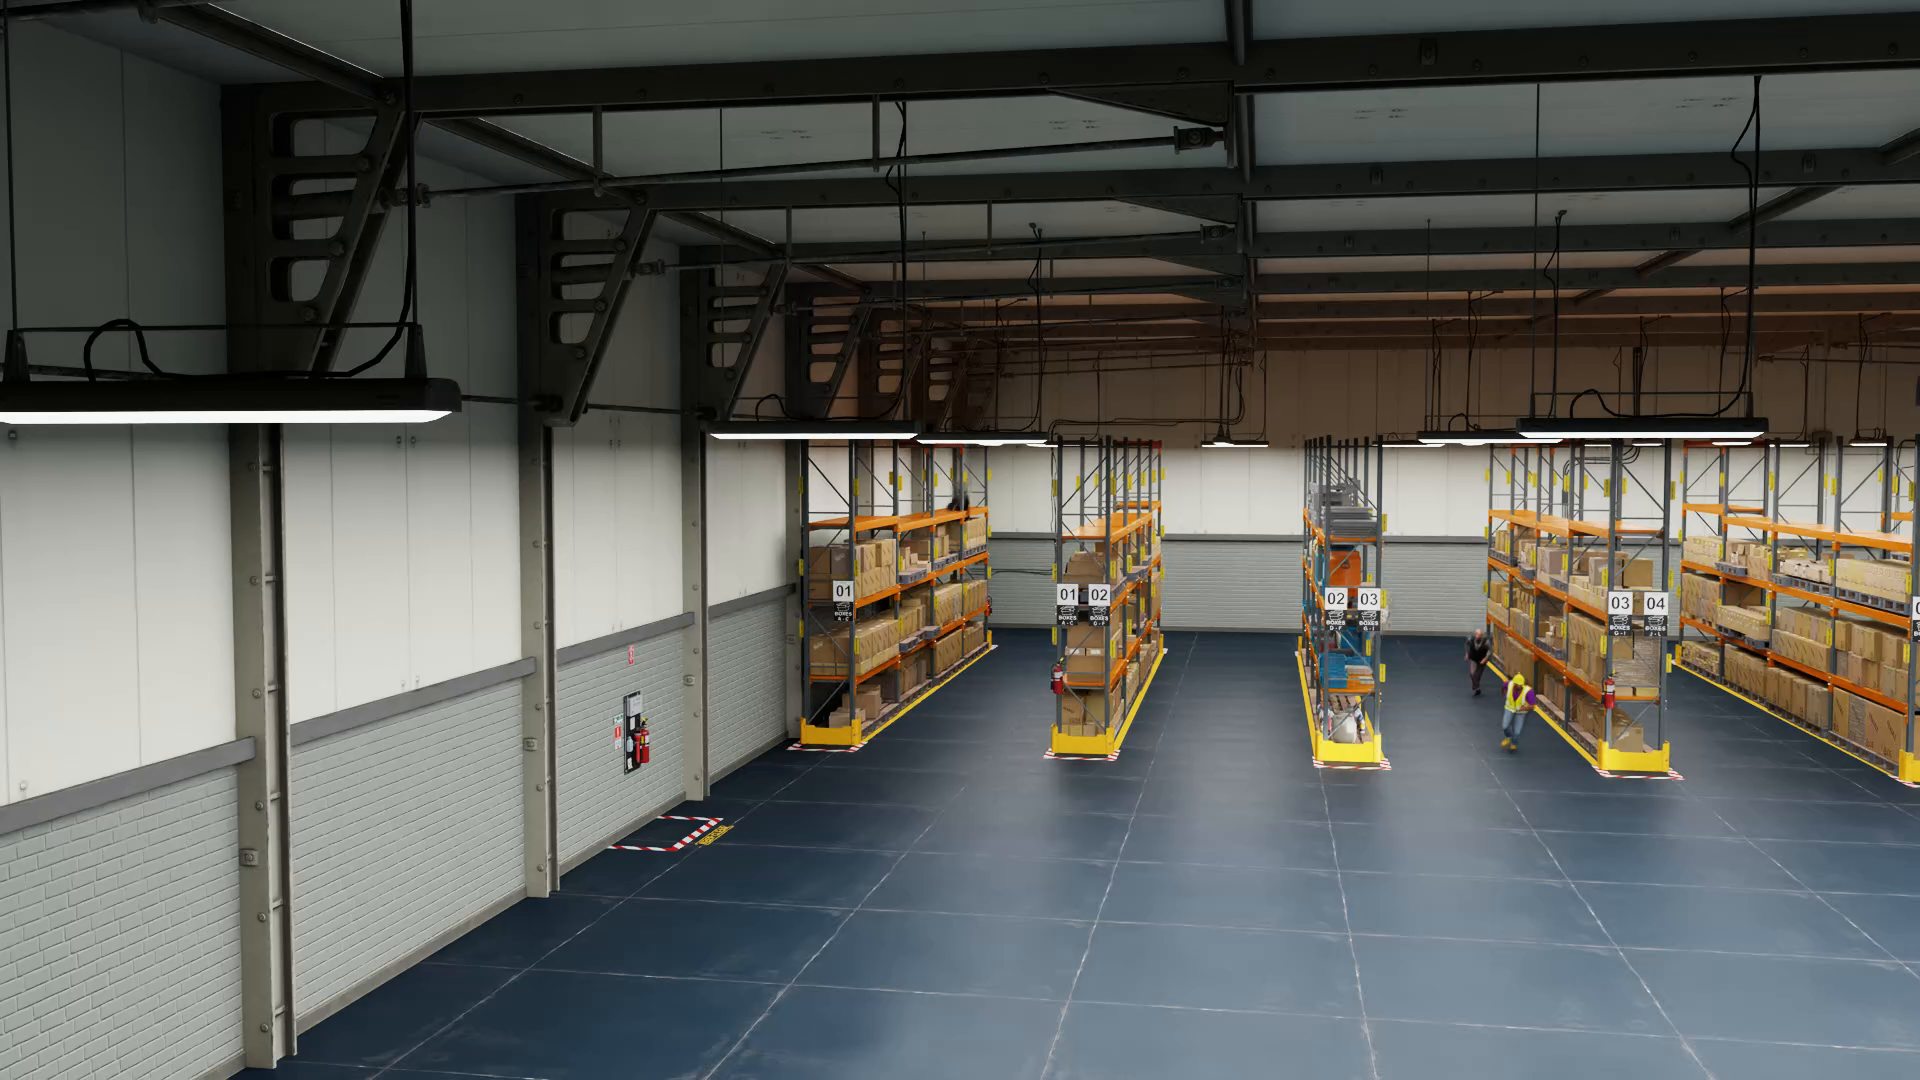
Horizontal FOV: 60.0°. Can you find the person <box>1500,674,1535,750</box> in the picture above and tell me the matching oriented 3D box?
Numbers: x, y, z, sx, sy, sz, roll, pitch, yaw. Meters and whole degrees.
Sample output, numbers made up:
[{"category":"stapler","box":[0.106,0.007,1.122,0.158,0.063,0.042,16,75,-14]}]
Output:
[{"category":"person","box":[10.510,3.247,31.394,0.693,1.519,1.018,1,3,24]}]

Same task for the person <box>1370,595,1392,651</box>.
[{"category":"person","box":[11.972,2.366,47.488,0.634,1.592,0.622,2,4,39]}]

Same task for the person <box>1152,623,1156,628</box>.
[{"category":"person","box":[5.481,2.282,48.276,0.841,1.680,0.587,2,4,37]}]

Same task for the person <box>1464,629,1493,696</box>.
[{"category":"person","box":[12.164,2.836,39.006,0.651,1.569,1.069,1,3,17]}]
